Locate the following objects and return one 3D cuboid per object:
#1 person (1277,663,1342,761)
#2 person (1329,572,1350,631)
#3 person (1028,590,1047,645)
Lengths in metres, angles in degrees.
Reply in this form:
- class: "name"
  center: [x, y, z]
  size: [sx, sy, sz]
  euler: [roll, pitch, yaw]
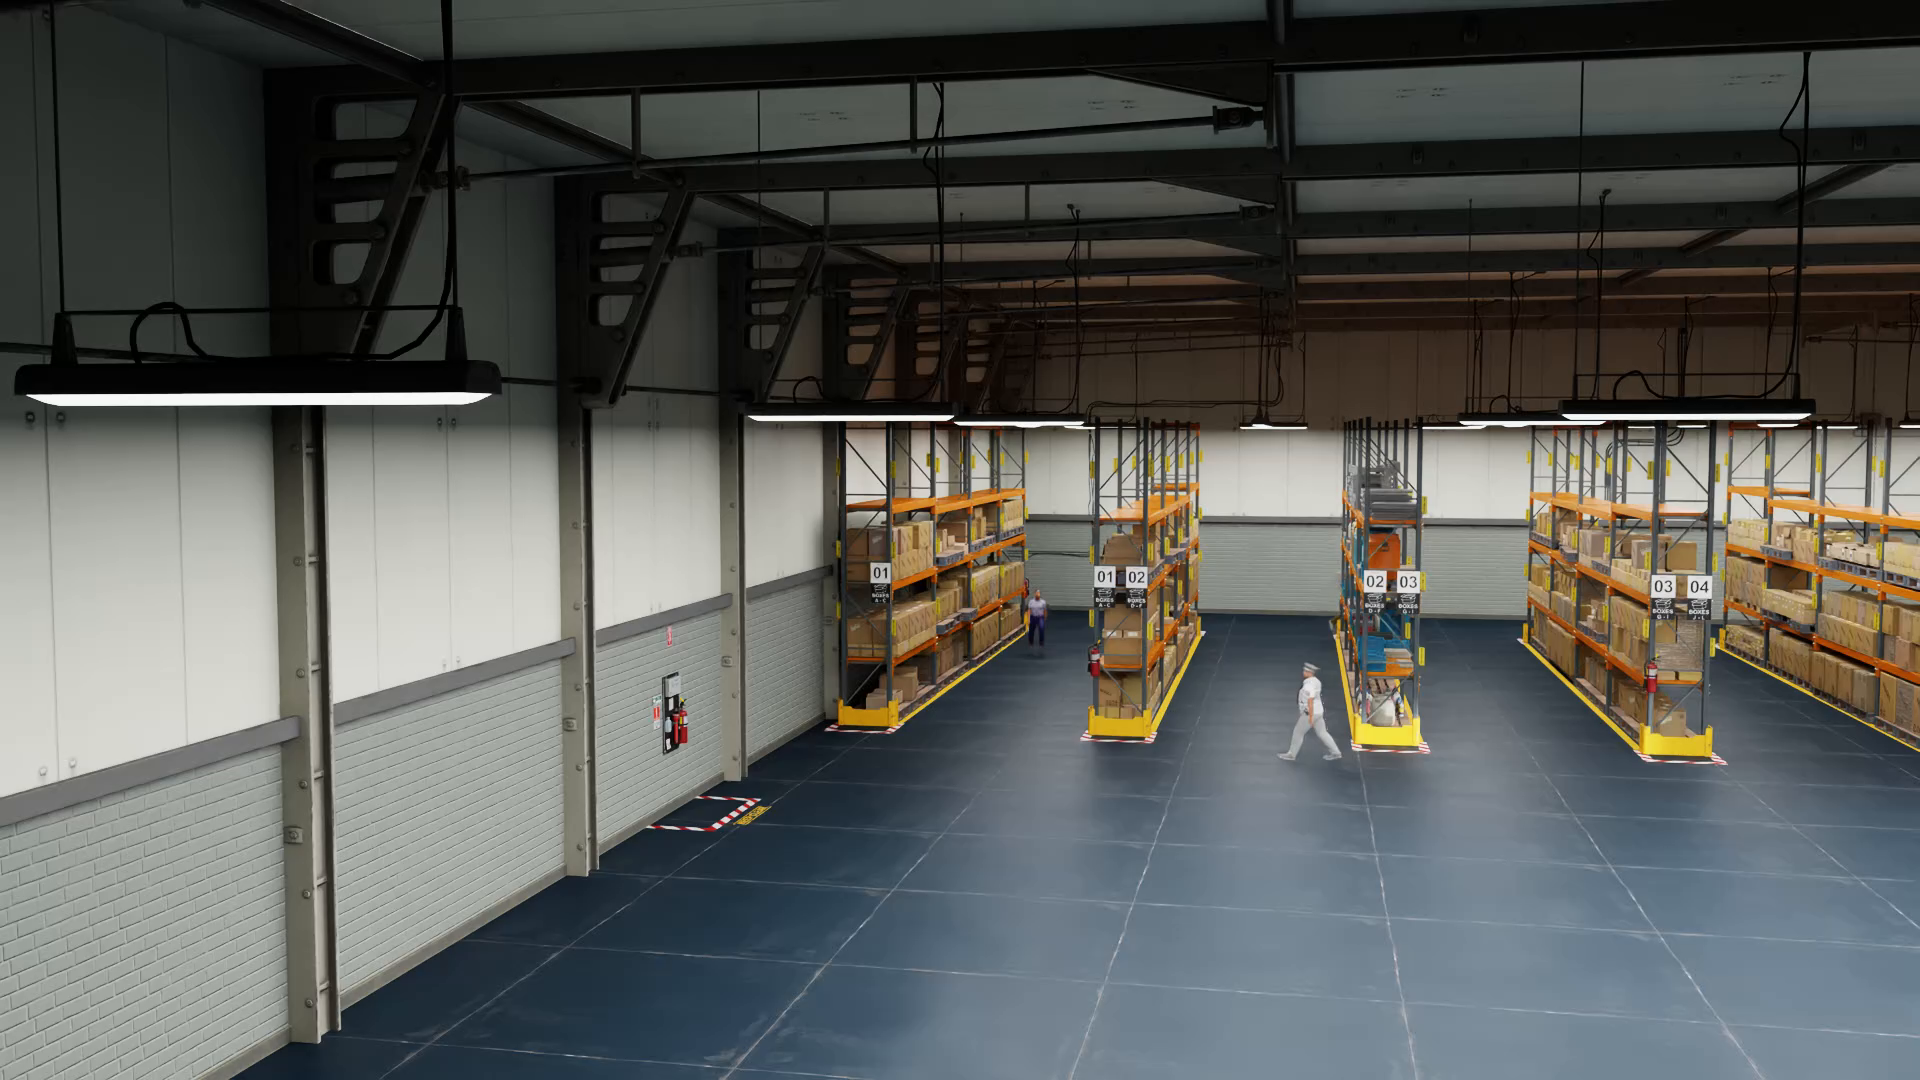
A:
- class: "person"
  center: [6.066, 2.987, 28.812]
  size: [1.085, 1.709, 0.550]
  euler: [2, 4, 26]
- class: "person"
  center: [10.899, 1.762, 47.292]
  size: [0.754, 1.768, 0.644]
  euler: [2, 4, 28]
- class: "person"
  center: [1.981, 2.005, 42.596]
  size: [0.491, 1.440, 0.981]
  euler: [0, 4, 1]
